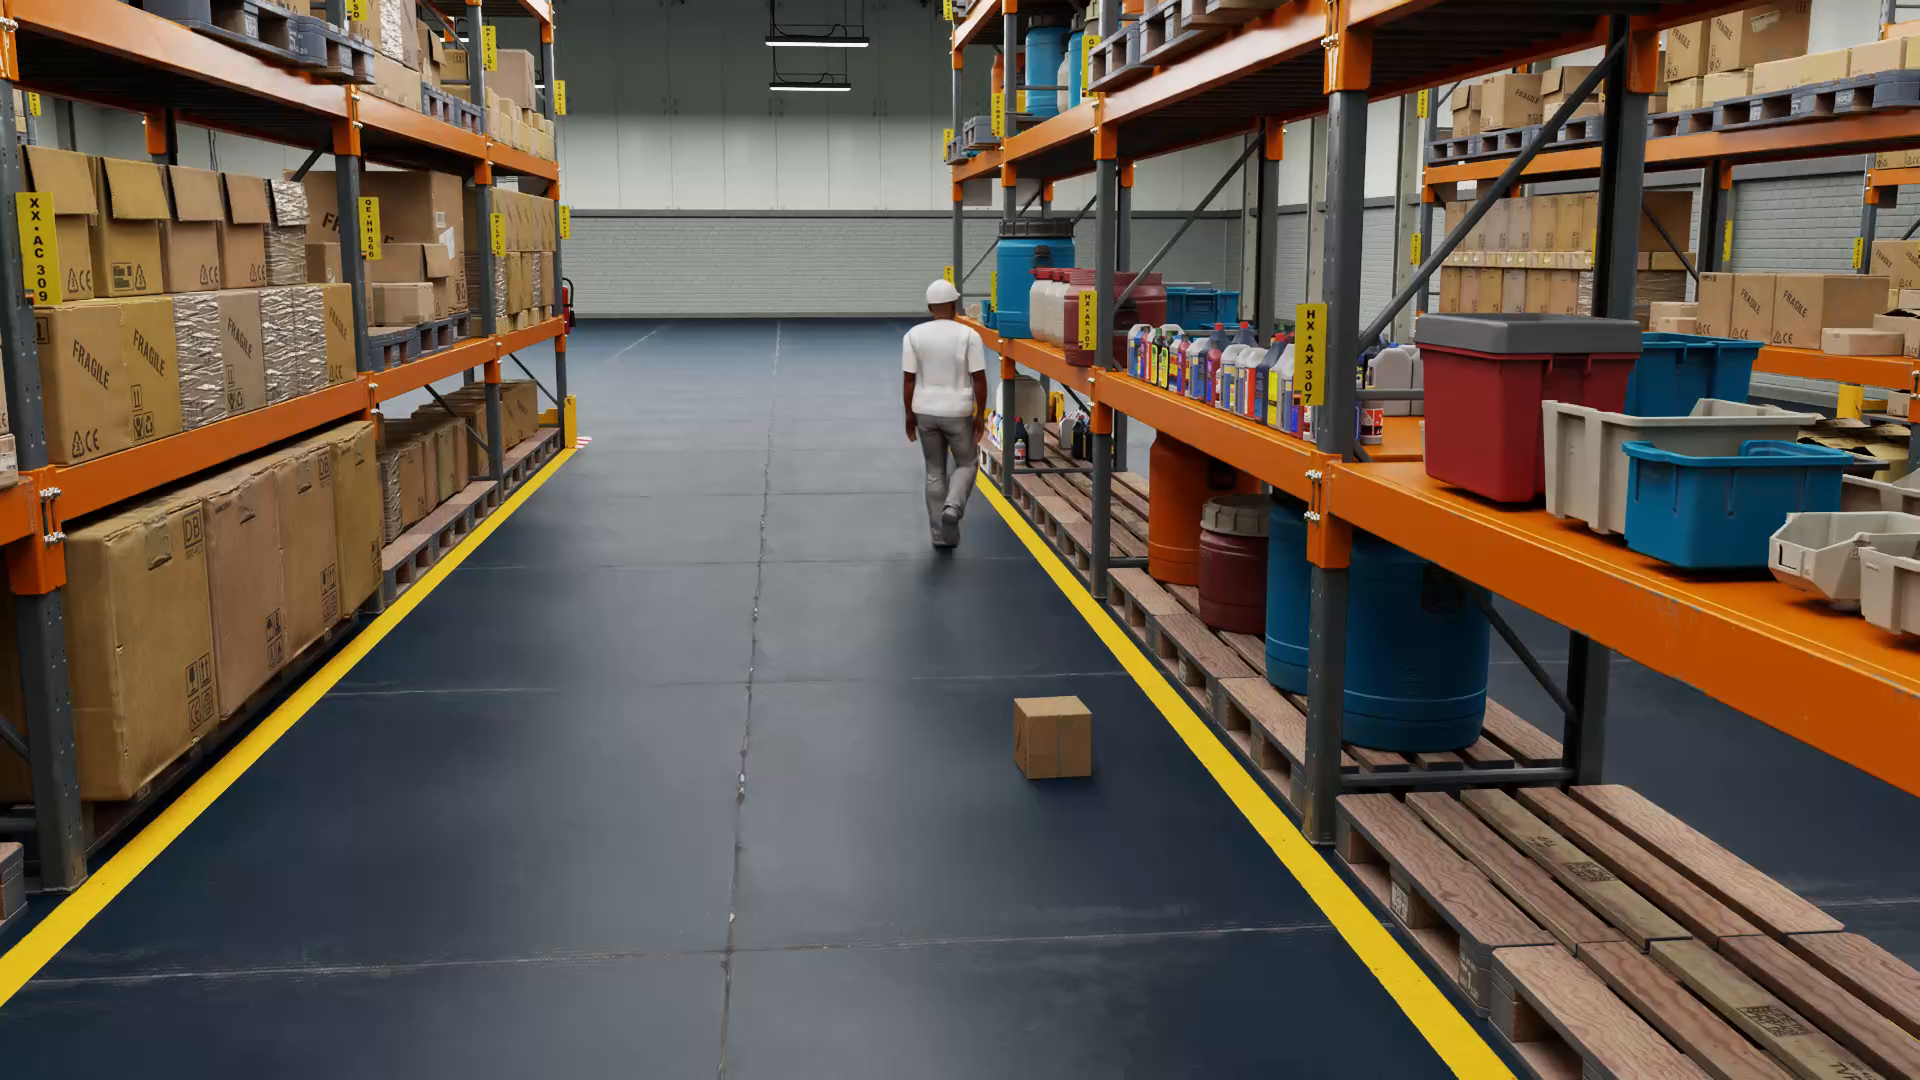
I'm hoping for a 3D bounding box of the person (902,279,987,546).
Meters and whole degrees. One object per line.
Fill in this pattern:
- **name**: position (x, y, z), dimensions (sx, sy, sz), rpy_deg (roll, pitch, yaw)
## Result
- **person**: position (-0.098, -0.825, 10.942), dimensions (0.570, 1.758, 0.587), rpy_deg (2, 10, 11)
